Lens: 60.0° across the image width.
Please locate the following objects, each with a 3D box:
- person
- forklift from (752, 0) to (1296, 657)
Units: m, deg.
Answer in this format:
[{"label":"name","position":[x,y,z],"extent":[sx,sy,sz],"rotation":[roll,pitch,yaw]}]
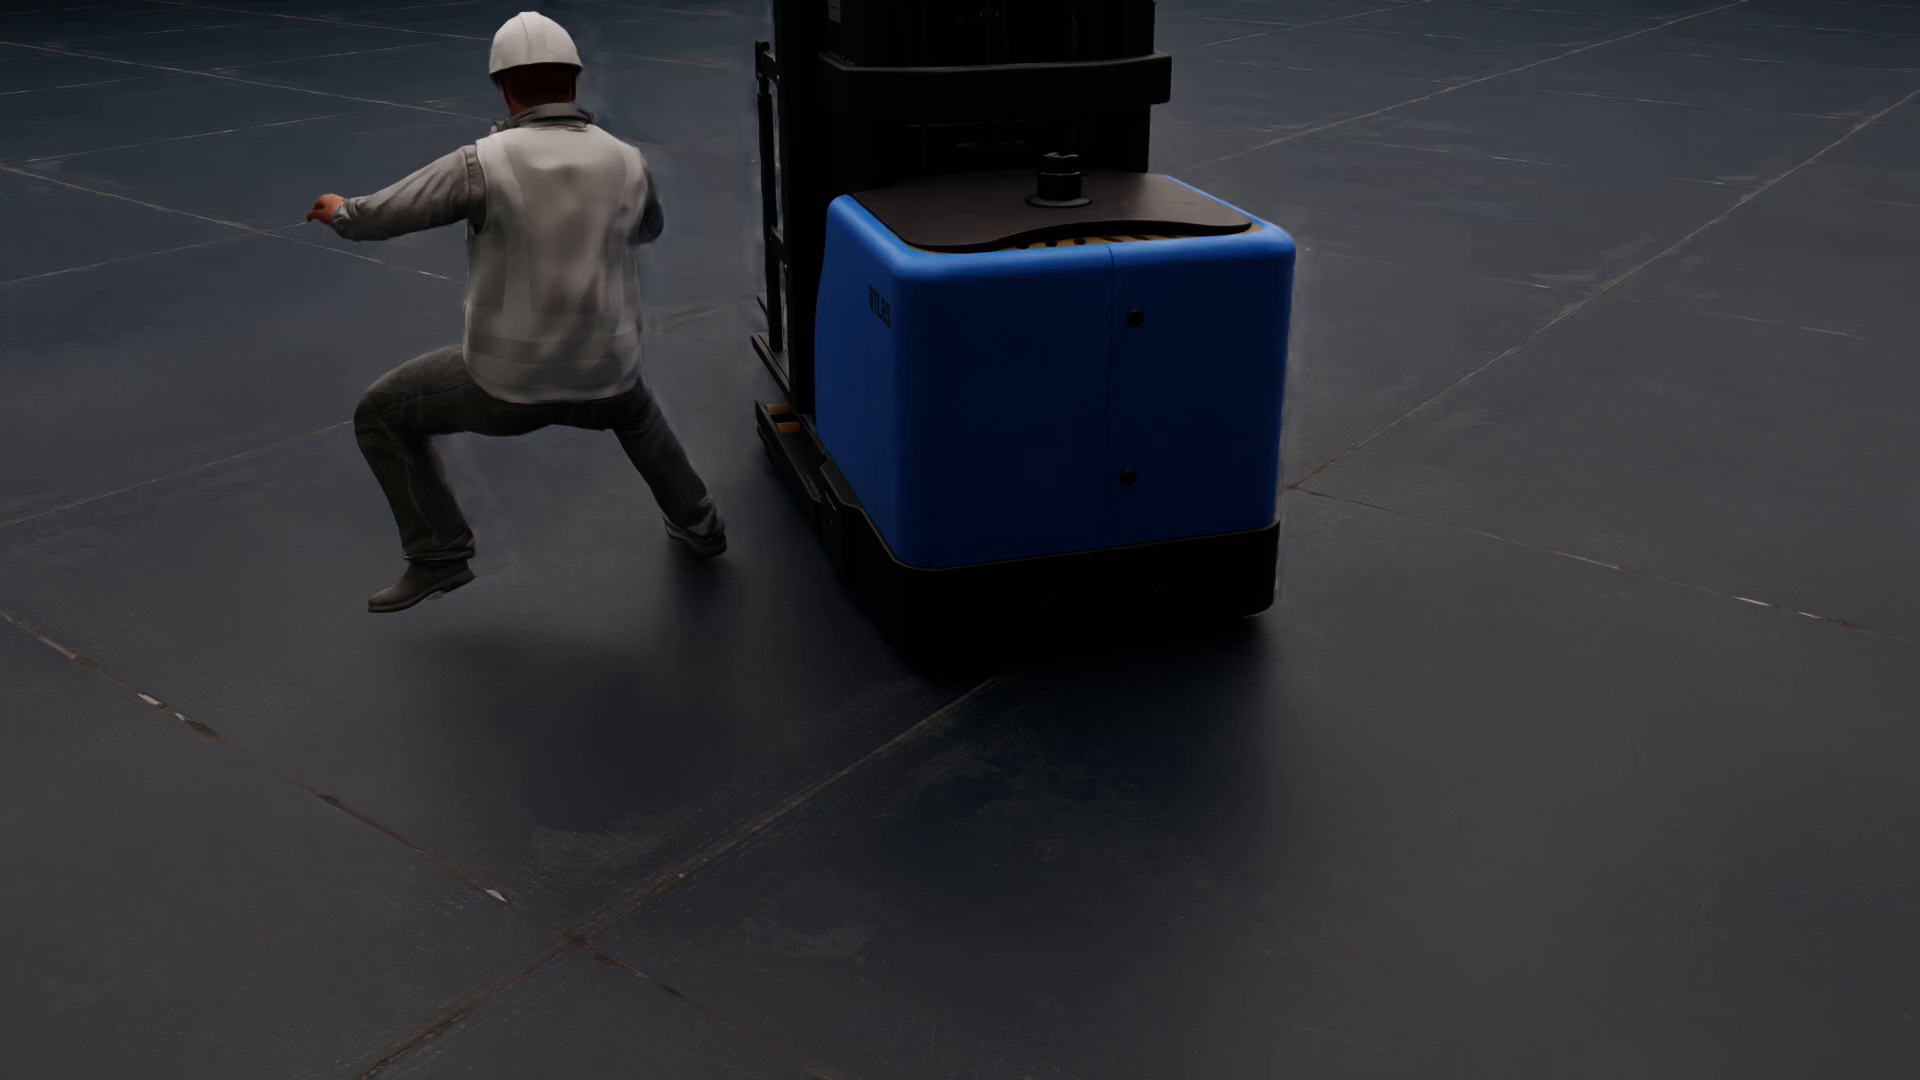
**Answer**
[{"label":"person","position":[-1.118,-0.577,4.324],"extent":[1.017,1.530,0.749],"rotation":[-12,26,-26]},{"label":"forklift","position":[-0.067,-1.611,5.045],"extent":[1.130,2.935,3.031],"rotation":[-7,24,-15]}]
